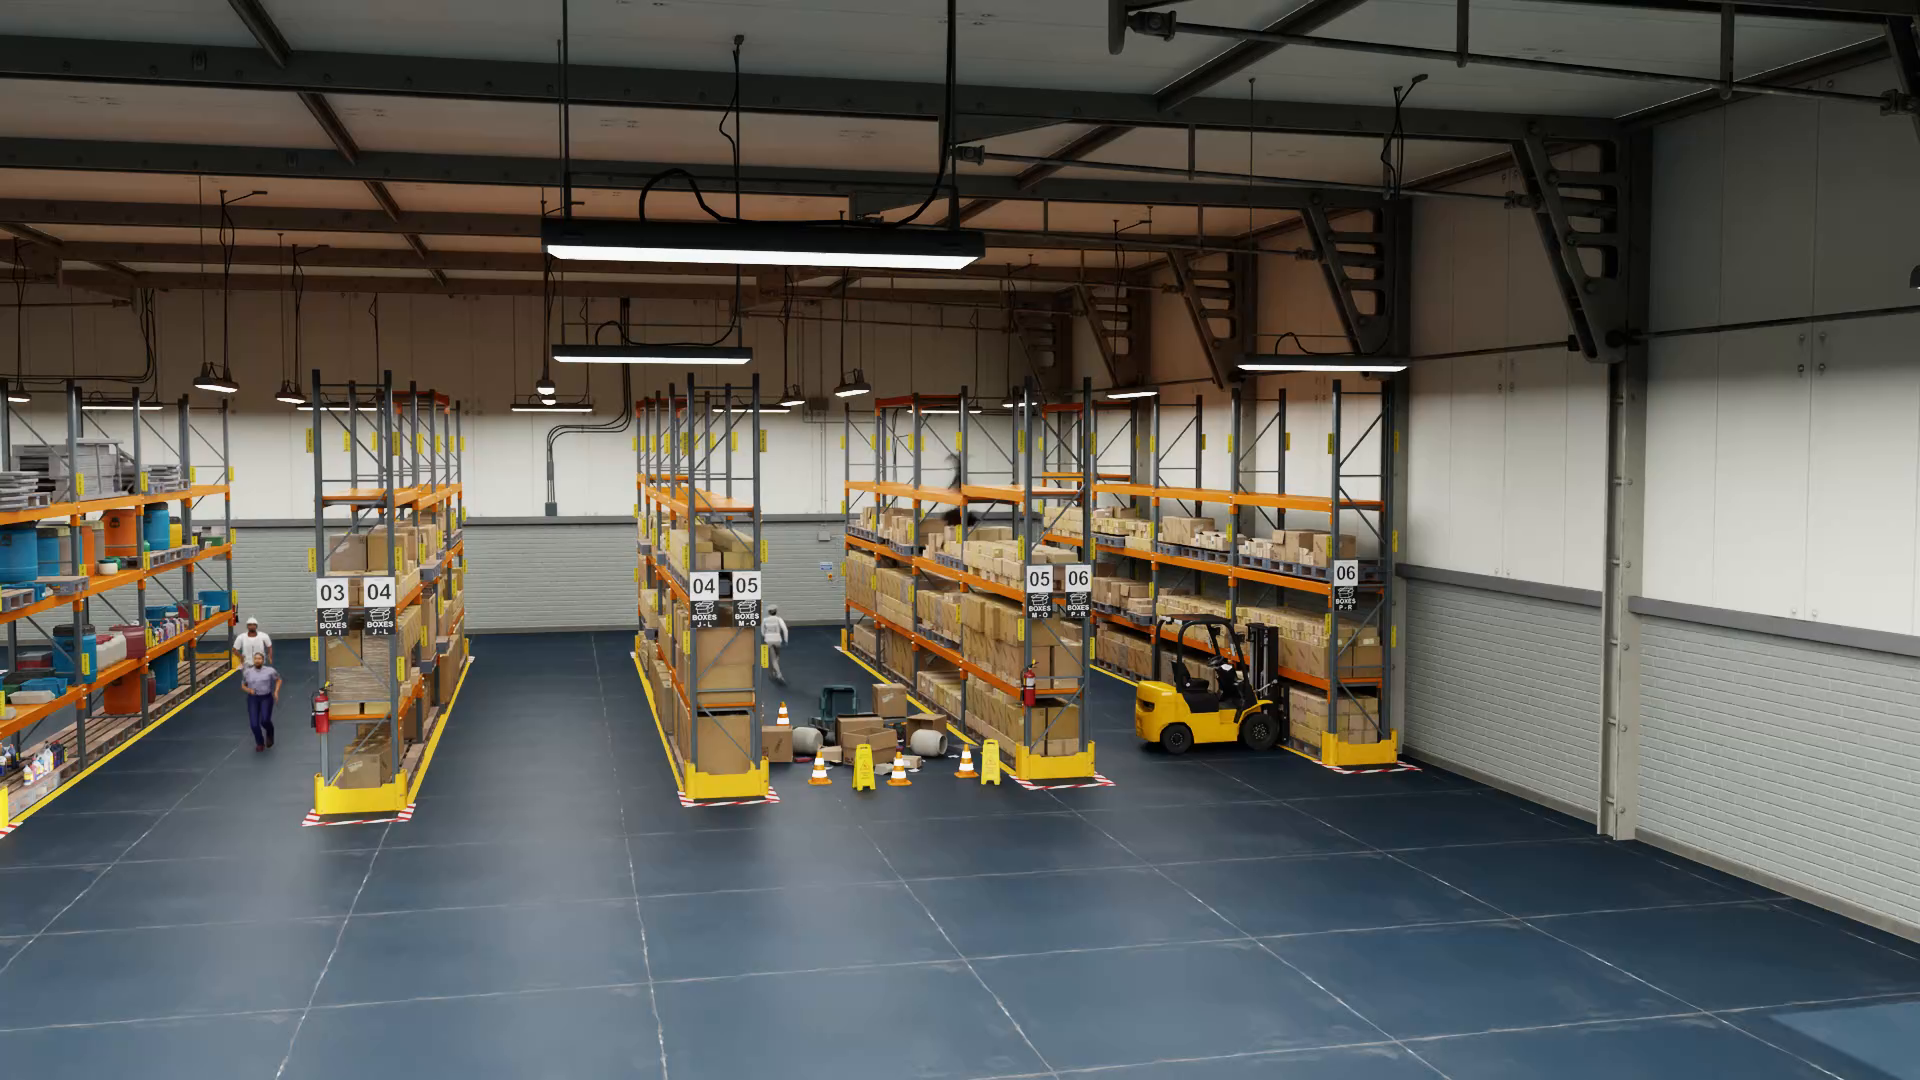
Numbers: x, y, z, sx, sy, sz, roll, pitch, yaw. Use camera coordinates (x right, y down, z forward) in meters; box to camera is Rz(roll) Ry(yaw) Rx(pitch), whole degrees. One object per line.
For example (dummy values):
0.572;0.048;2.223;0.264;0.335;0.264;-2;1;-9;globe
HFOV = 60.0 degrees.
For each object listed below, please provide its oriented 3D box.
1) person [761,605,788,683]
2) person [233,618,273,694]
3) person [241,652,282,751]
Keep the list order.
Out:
-3.914;2.212;34.803;0.619;1.624;0.784;0;3;-8;person
-13.372;2.333;31.460;0.703;1.720;0.588;-1;4;-23;person
-11.371;2.633;27.025;0.591;1.609;0.577;-1;3;-13;person
